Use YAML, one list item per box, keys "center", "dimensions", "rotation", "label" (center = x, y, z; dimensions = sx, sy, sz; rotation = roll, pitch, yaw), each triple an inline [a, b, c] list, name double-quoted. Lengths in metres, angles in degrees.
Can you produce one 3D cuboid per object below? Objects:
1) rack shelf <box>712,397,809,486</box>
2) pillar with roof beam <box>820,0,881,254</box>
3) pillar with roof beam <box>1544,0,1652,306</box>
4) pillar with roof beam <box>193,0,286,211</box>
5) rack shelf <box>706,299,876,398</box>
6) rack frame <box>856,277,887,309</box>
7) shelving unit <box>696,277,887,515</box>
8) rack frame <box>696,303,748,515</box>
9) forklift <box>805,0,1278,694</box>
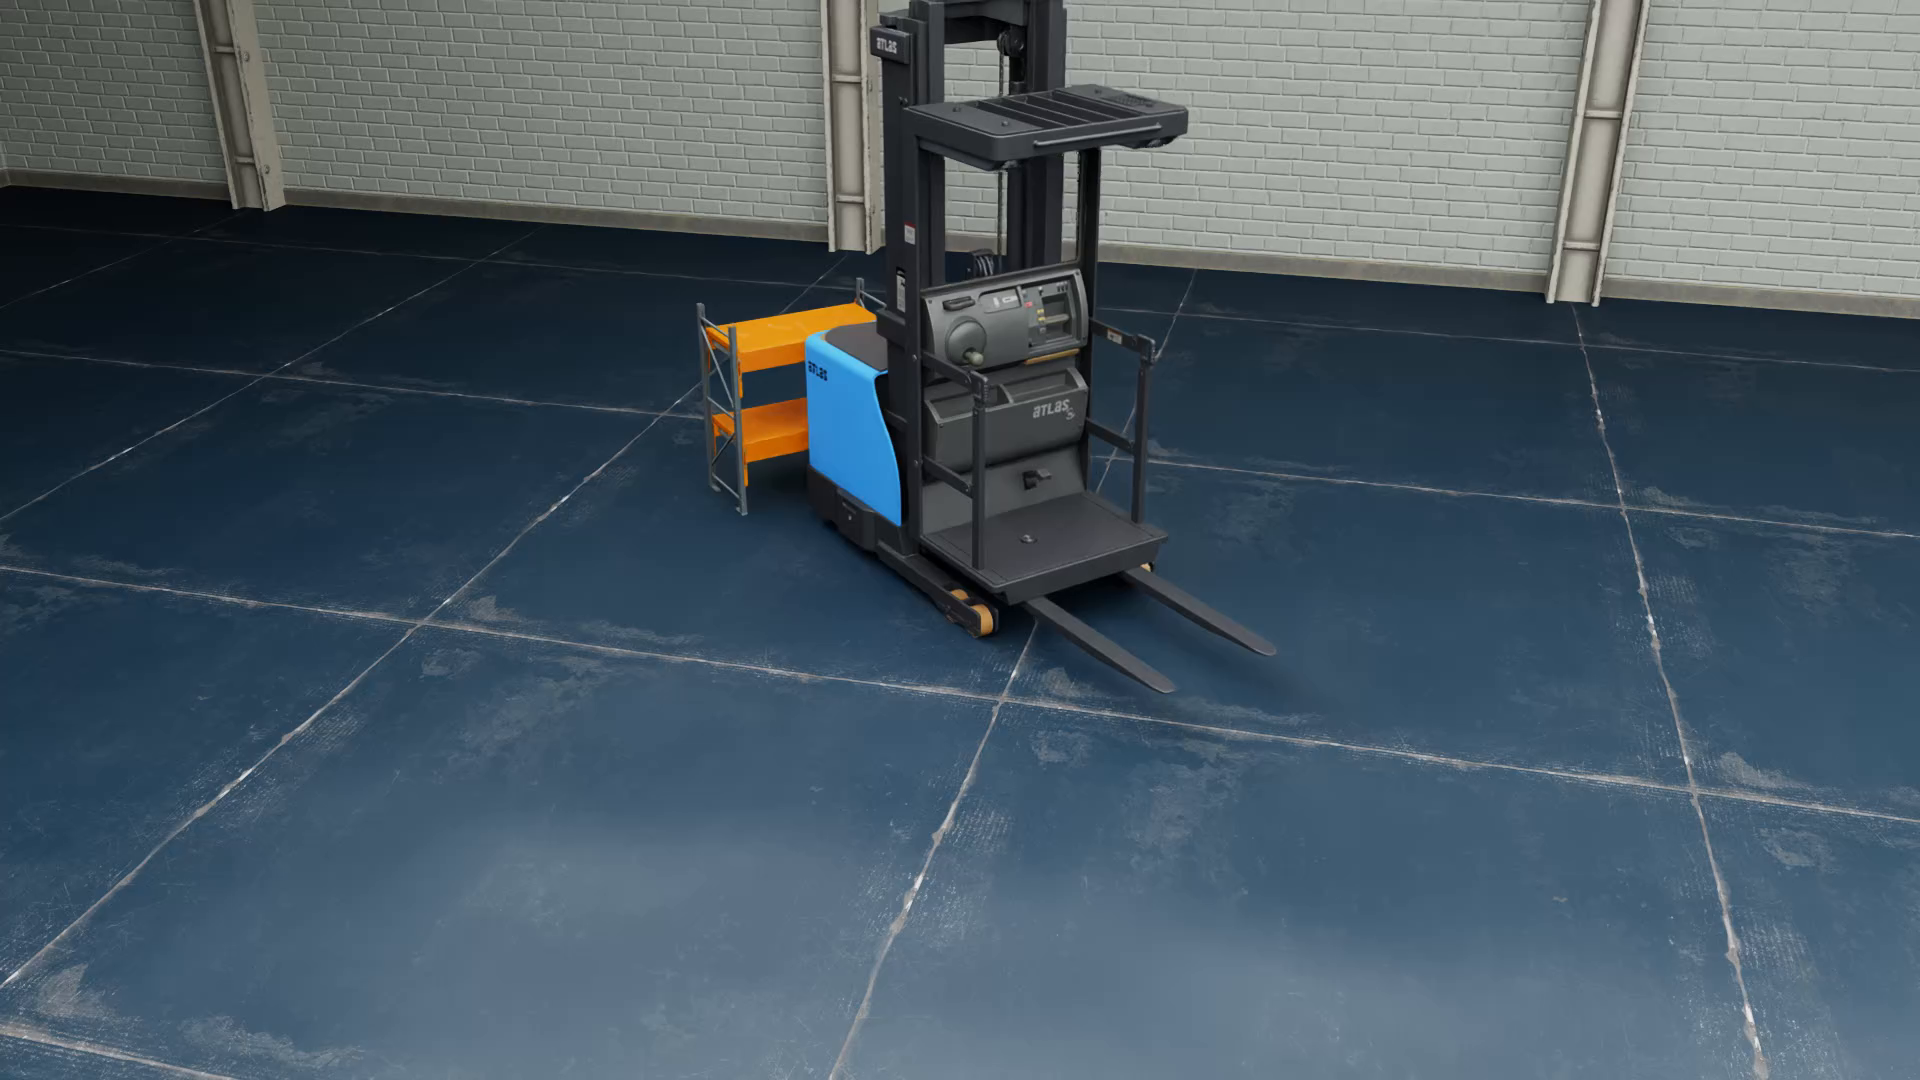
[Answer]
- center: [-0.921, -0.634, 9.842]
  dimensions: [1.000, 0.278, 0.538]
  rotation: [-14, 29, -27]
  label: "rack shelf"
- center: [-1.995, -4.841, 8.950]
  dimensions: [0.400, 9.000, 9.100]
  rotation: [6, 26, 13]
  label: "pillar with roof beam"
- center: [3.816, -4.199, 7.601]
  dimensions: [0.400, 9.000, 9.100]
  rotation: [6, 26, 13]
  label: "pillar with roof beam"
- center: [-7.806, -5.484, 10.300]
  dimensions: [0.400, 9.000, 9.100]
  rotation: [6, 26, 13]
  label: "pillar with roof beam"
- center: [-0.921, -1.119, 9.611]
  dimensions: [1.000, 0.278, 0.538]
  rotation: [-14, 29, -27]
  label: "rack shelf"
- center: [-0.482, -0.965, 9.969]
  dimensions: [0.032, 1.125, 0.500]
  rotation: [-14, 29, -27]
  label: "rack frame"
- center: [-0.921, -0.855, 9.737]
  dimensions: [1.048, 1.125, 0.538]
  rotation: [-14, 29, -27]
  label: "shelving unit"
- center: [-1.360, -0.745, 9.506]
  dimensions: [0.032, 1.125, 0.500]
  rotation: [-14, 29, -27]
  label: "rack frame"
- center: [0.357, -1.071, 8.090]
  dimensions: [1.130, 2.935, 3.031]
  rotation: [-16, 30, -30]
  label: "forklift"
